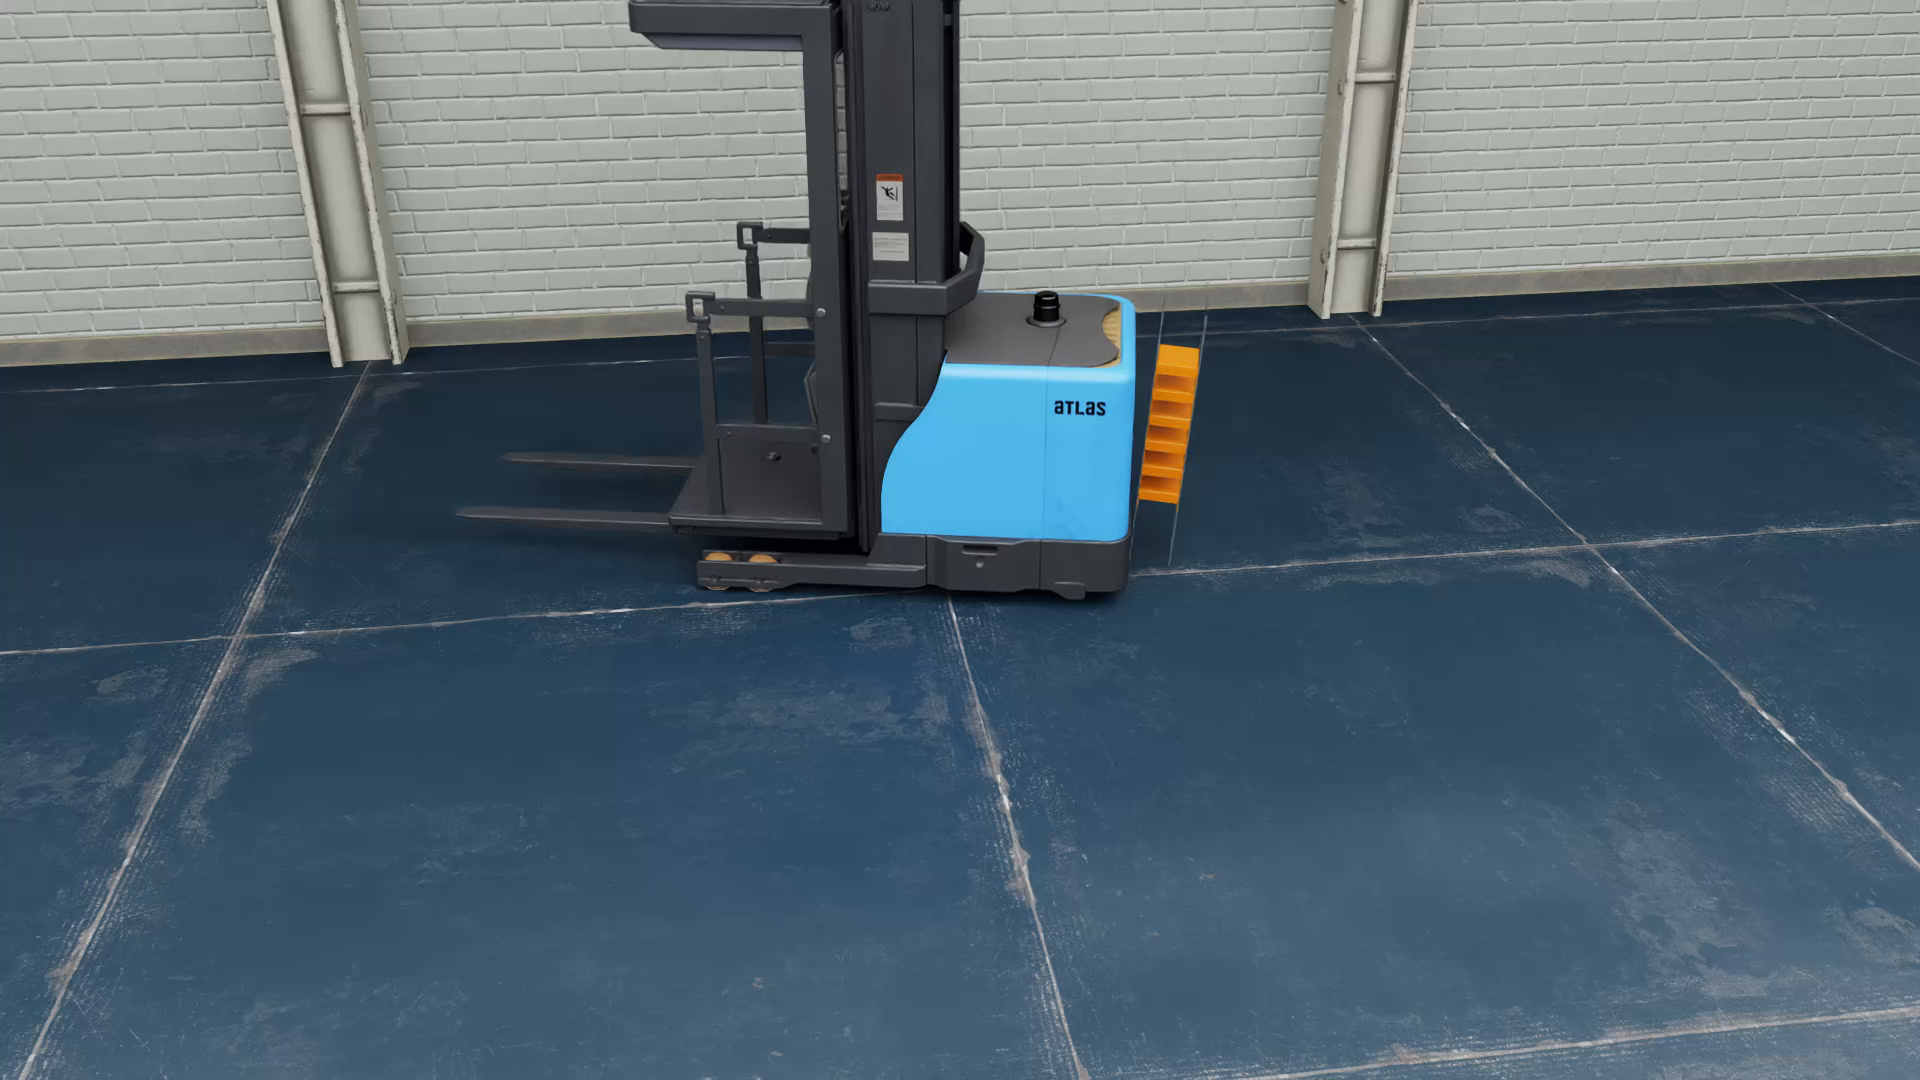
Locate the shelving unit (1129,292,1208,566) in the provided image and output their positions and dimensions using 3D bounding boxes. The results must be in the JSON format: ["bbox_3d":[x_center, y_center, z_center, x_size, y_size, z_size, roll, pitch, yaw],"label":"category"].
[{"bbox_3d":[0.917,-0.477,7.353,0.189,1.200,0.258,8,28,5],"label":"shelving unit"}]

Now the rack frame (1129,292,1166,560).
[{"bbox_3d":[0.827,-0.489,7.361,0.006,1.200,0.240,8,28,5],"label":"rack frame"}]

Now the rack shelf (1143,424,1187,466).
[{"bbox_3d":[0.914,-0.438,7.373,0.180,0.103,0.258,8,28,5],"label":"rack shelf"}]

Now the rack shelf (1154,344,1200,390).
[{"bbox_3d":[0.940,-0.755,7.206,0.180,0.103,0.258,8,28,5],"label":"rack shelf"}]

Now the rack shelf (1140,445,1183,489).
[{"bbox_3d":[0.905,-0.332,7.429,0.180,0.103,0.258,8,28,5],"label":"rack shelf"}]

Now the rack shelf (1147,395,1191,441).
[{"bbox_3d":[0.922,-0.544,7.318,0.180,0.103,0.258,8,28,5],"label":"rack shelf"}]

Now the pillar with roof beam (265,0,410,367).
[{"bbox_3d":[-2.894,-3.150,4.032,0.400,9.000,9.100,-4,27,-7],"label":"pillar with roof beam"}]

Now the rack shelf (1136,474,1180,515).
[{"bbox_3d":[0.896,-0.226,7.485,0.180,0.103,0.258,8,28,5],"label":"rack shelf"}]

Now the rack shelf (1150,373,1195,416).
[{"bbox_3d":[0.931,-0.649,7.262,0.180,0.103,0.258,8,28,5],"label":"rack shelf"}]

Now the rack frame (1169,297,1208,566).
[{"bbox_3d":[1.007,-0.465,7.344,0.006,1.200,0.240,8,28,5],"label":"rack frame"}]

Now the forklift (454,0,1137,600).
[{"bbox_3d":[-0.741,-1.310,7.092,3.031,2.935,1.130,2,27,5],"label":"forklift"}]

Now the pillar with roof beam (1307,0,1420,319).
[{"bbox_3d":[3.048,-3.532,4.776,0.400,9.000,9.100,-4,27,-7],"label":"pillar with roof beam"}]
